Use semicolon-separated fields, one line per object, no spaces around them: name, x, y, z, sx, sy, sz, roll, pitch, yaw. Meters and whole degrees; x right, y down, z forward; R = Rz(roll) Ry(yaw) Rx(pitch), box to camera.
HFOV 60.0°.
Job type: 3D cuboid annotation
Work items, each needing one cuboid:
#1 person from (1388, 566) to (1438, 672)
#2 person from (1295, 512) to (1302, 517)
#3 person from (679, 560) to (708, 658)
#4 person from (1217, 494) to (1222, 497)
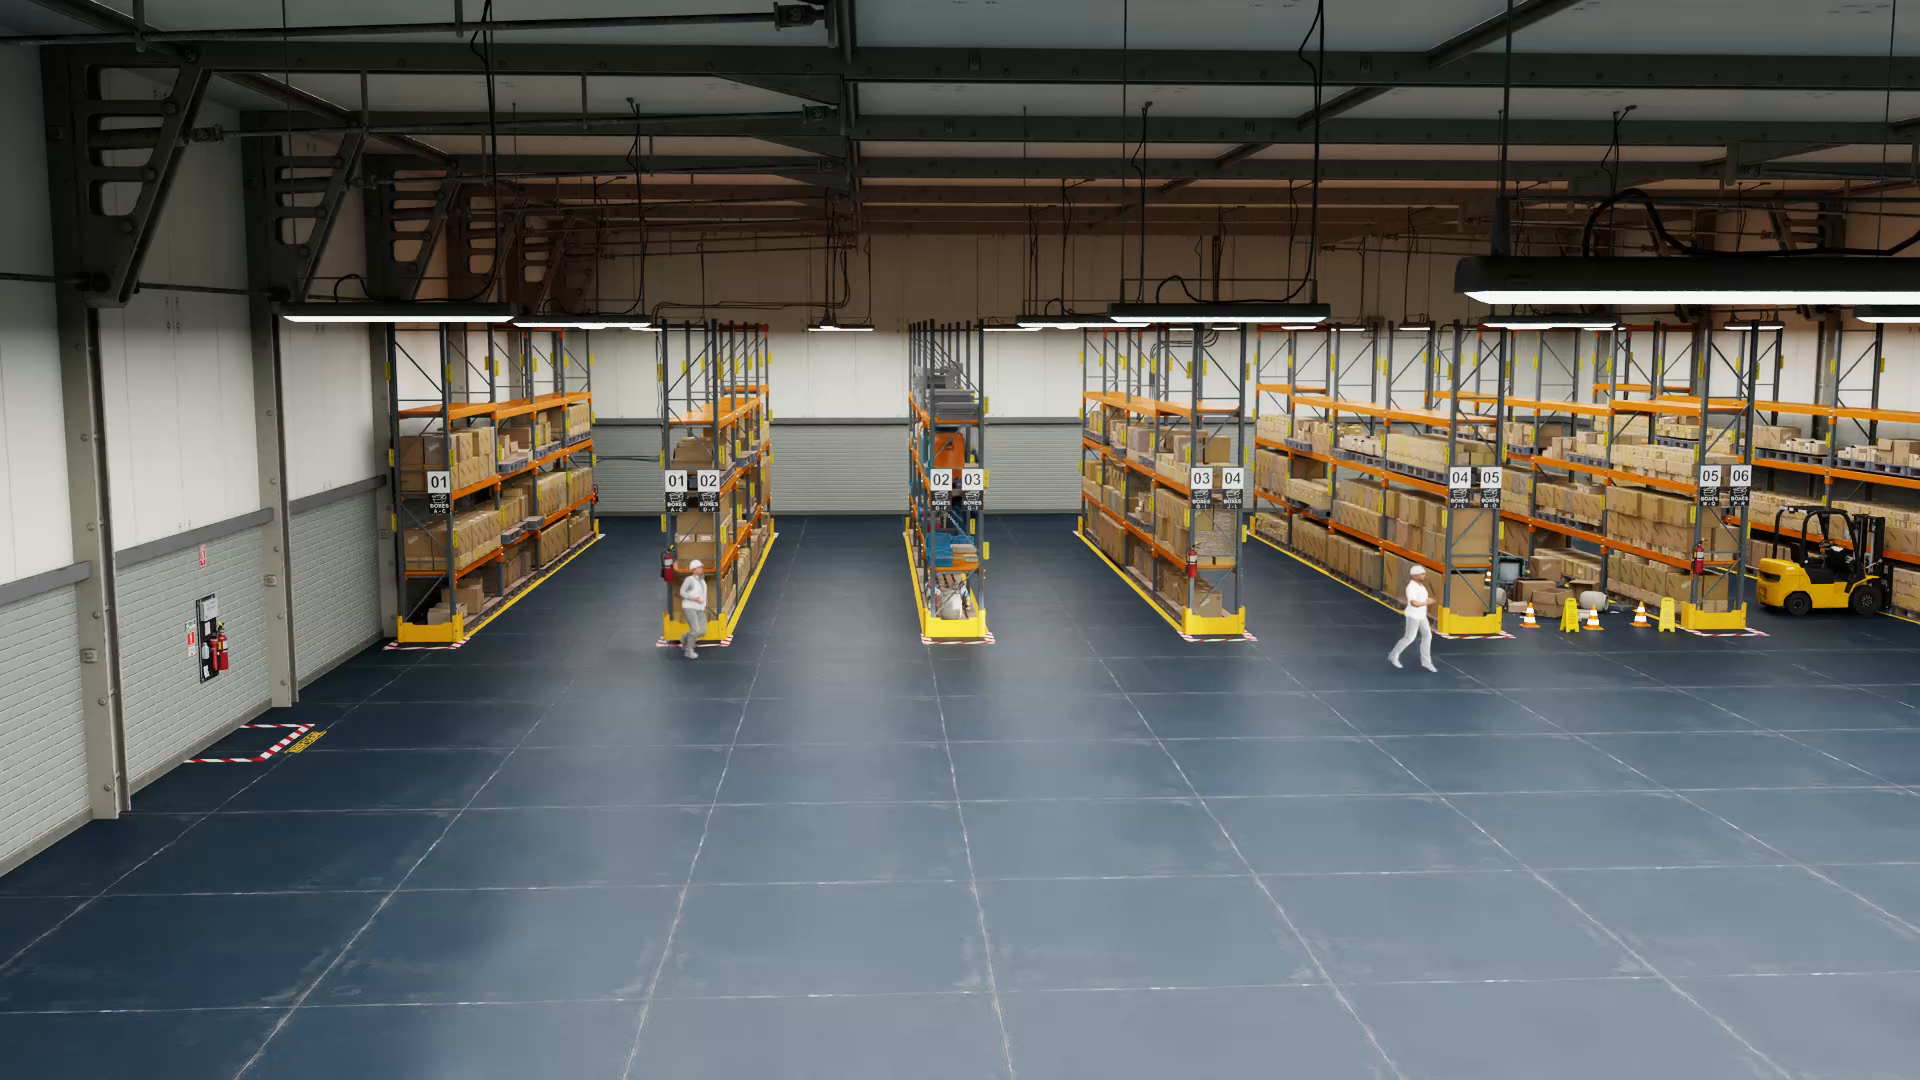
person;7.741;1.339;28.352;0.833;1.817;0.718;4;8;32
person;10.070;-1.087;48.607;0.617;1.663;0.674;-4;8;-32
person;-4.737;1.216;29.729;0.632;1.719;0.685;4;8;31
person;7.190;-0.840;46.610;0.571;1.629;0.533;1;7;6
